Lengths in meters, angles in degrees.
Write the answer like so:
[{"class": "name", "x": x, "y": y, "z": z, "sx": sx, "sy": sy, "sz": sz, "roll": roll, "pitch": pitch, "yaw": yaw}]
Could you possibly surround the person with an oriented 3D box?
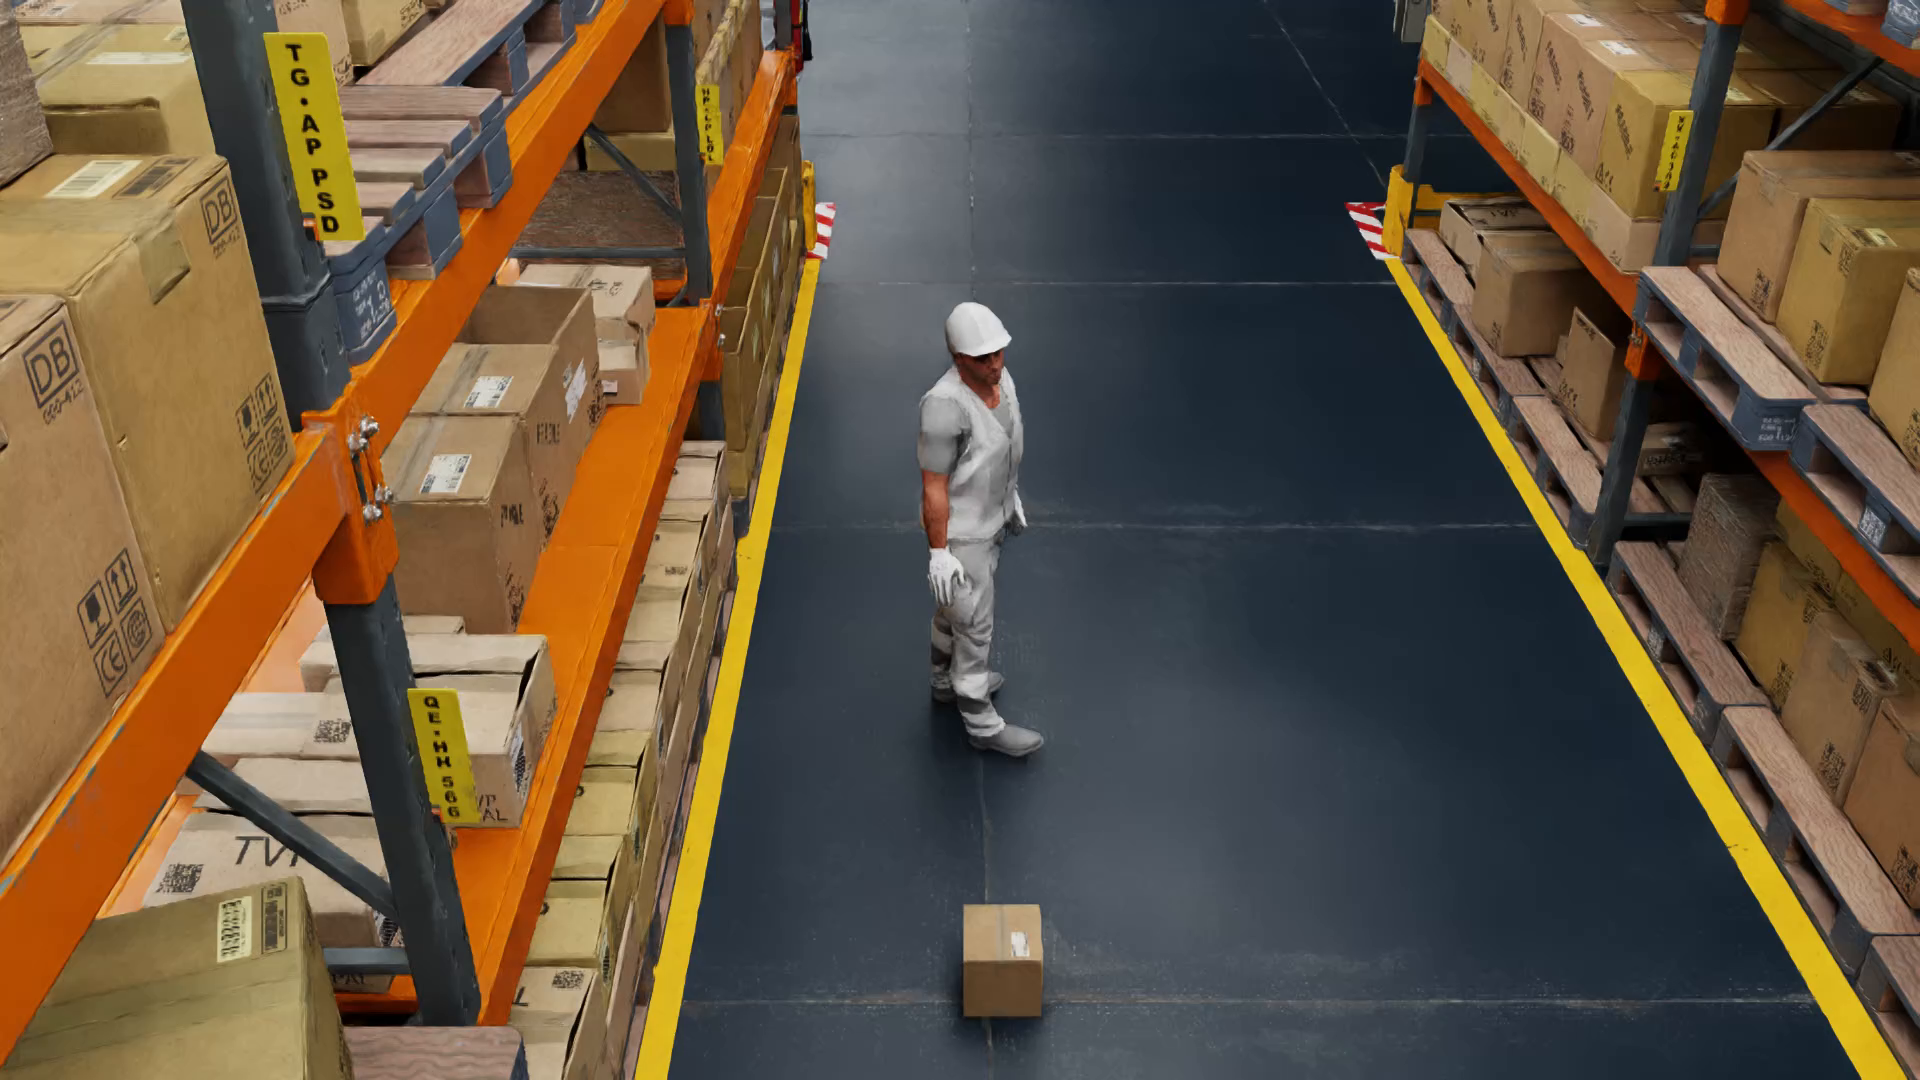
[{"class": "person", "x": 0.093, "y": -0.029, "z": 6.108, "sx": 0.569, "sy": 1.786, "sz": 0.663, "roll": 13, "pitch": 34, "yaw": 20}]
